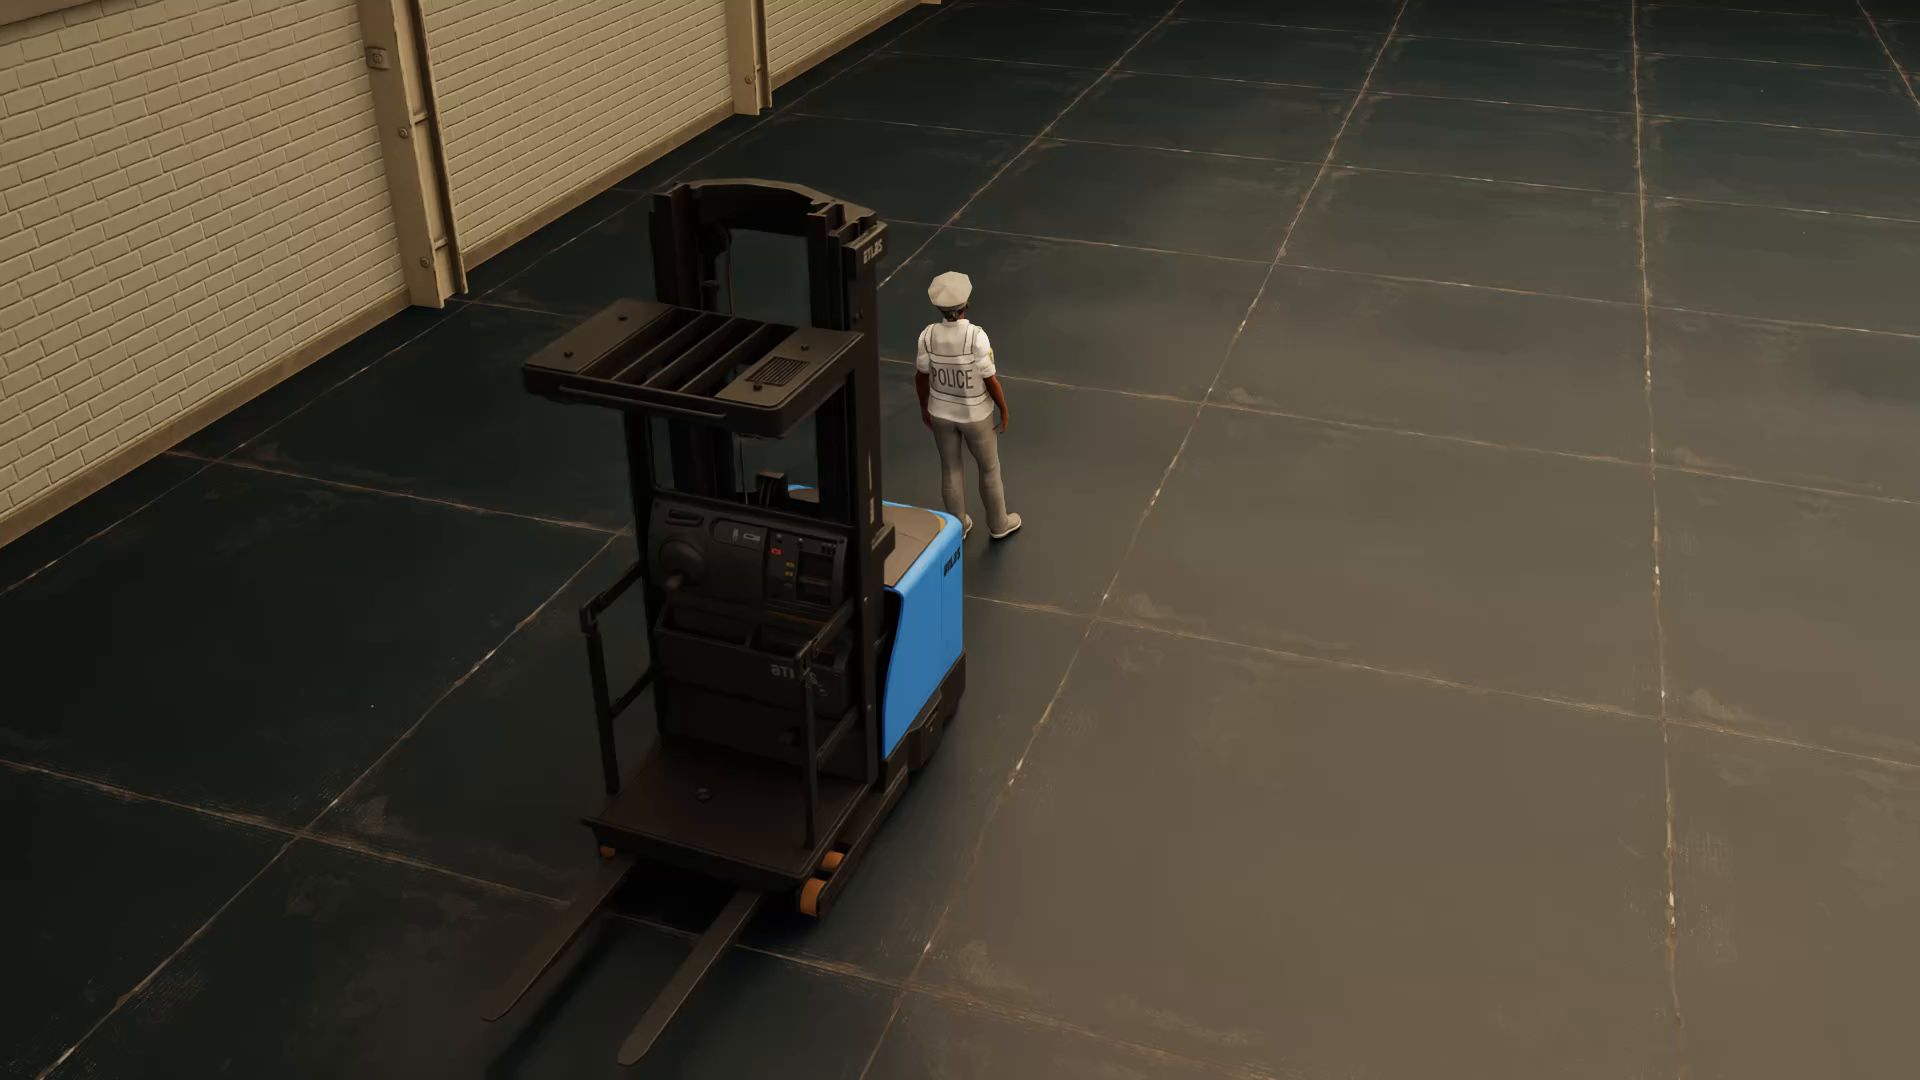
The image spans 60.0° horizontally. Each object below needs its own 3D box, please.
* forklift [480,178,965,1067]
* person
[{"bbox_3d":[-0.986,0.127,6.914,1.130,2.935,3.031,11,32,19],"label":"forklift"},{"bbox_3d":[0.043,-0.775,9.729,0.569,1.695,0.528,10,31,16],"label":"person"}]
